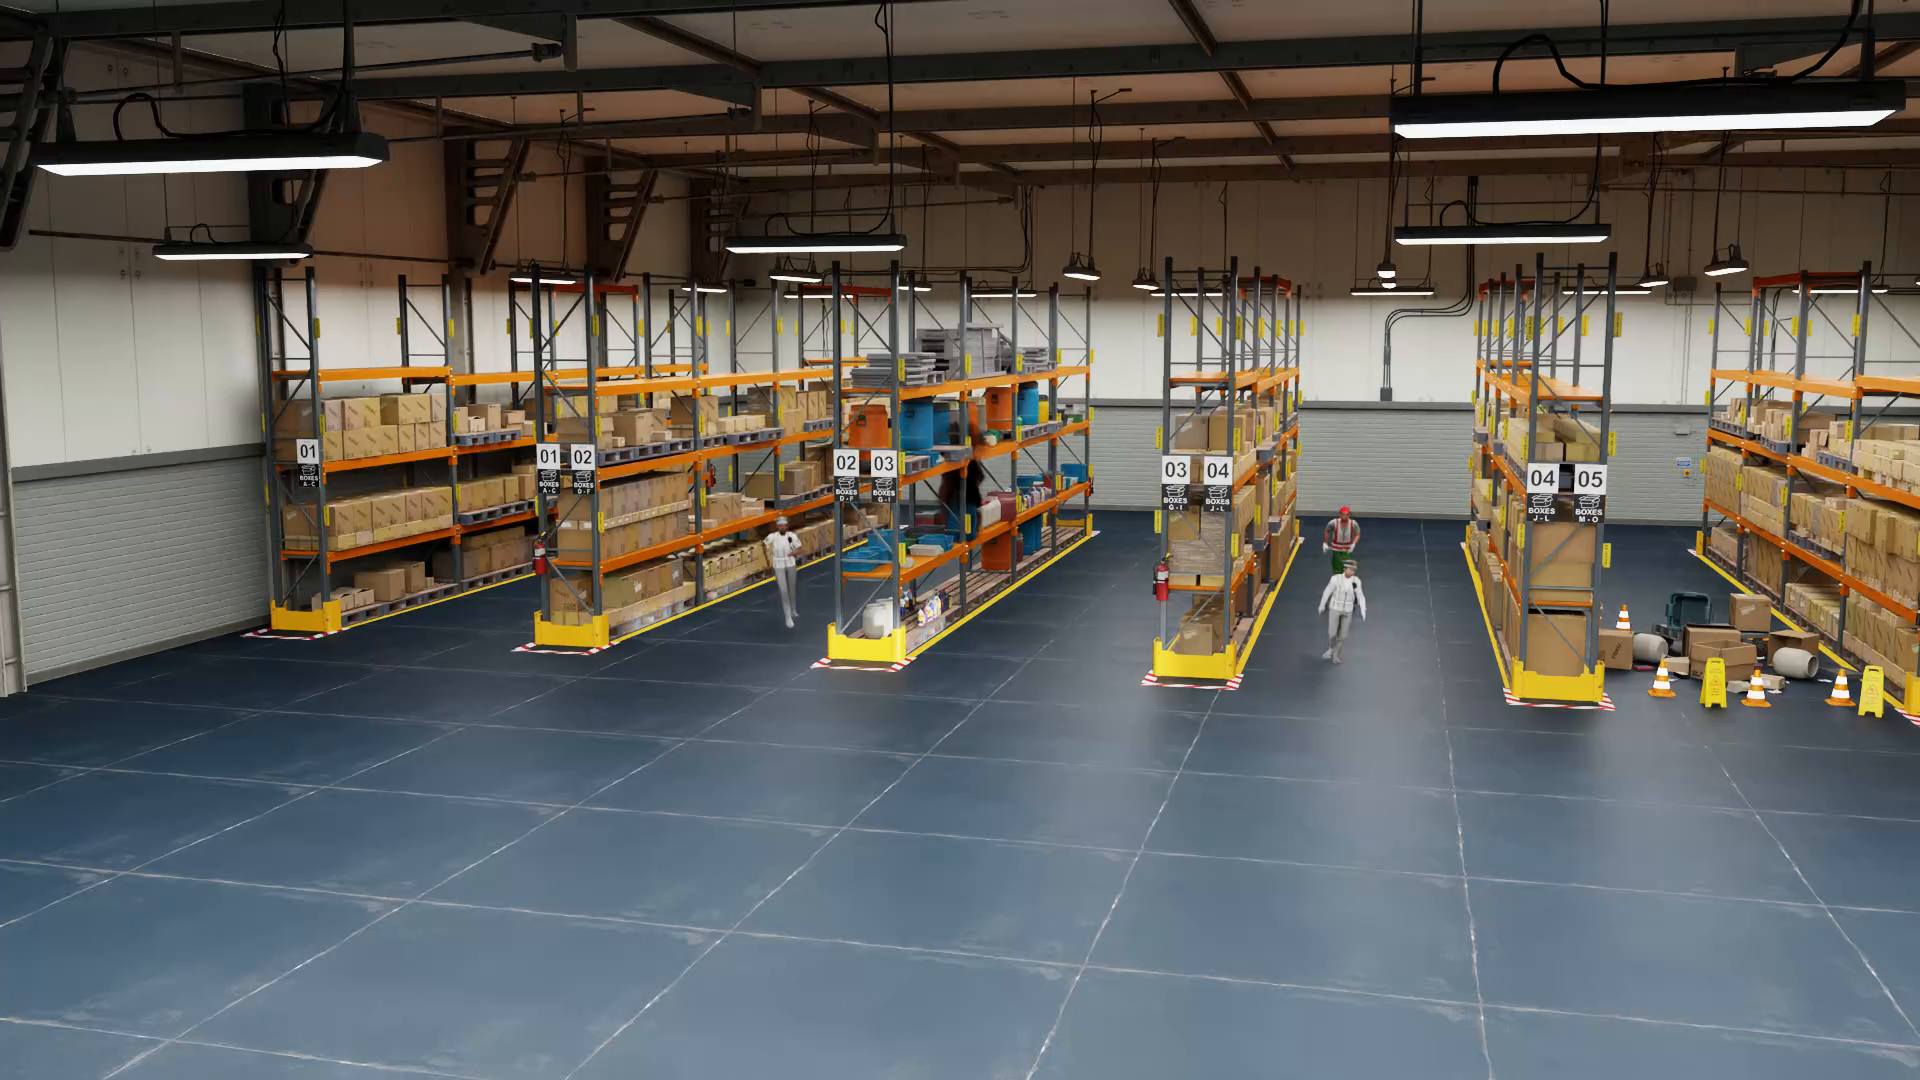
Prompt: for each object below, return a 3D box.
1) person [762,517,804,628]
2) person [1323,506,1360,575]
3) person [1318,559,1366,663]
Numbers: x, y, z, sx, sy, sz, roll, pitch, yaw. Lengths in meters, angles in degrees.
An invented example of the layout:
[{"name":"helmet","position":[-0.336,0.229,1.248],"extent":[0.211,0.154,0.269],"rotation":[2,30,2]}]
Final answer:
[{"name":"person","position":[-2.857,0.488,26.884],"extent":[0.664,1.767,0.734],"rotation":[-1,7,-9]},{"name":"person","position":[7.175,0.197,31.264],"extent":[0.652,1.713,0.712],"rotation":[0,7,0]},{"name":"person","position":[5.707,1.068,24.759],"extent":[0.614,1.602,0.622],"rotation":[0,7,-4]}]
